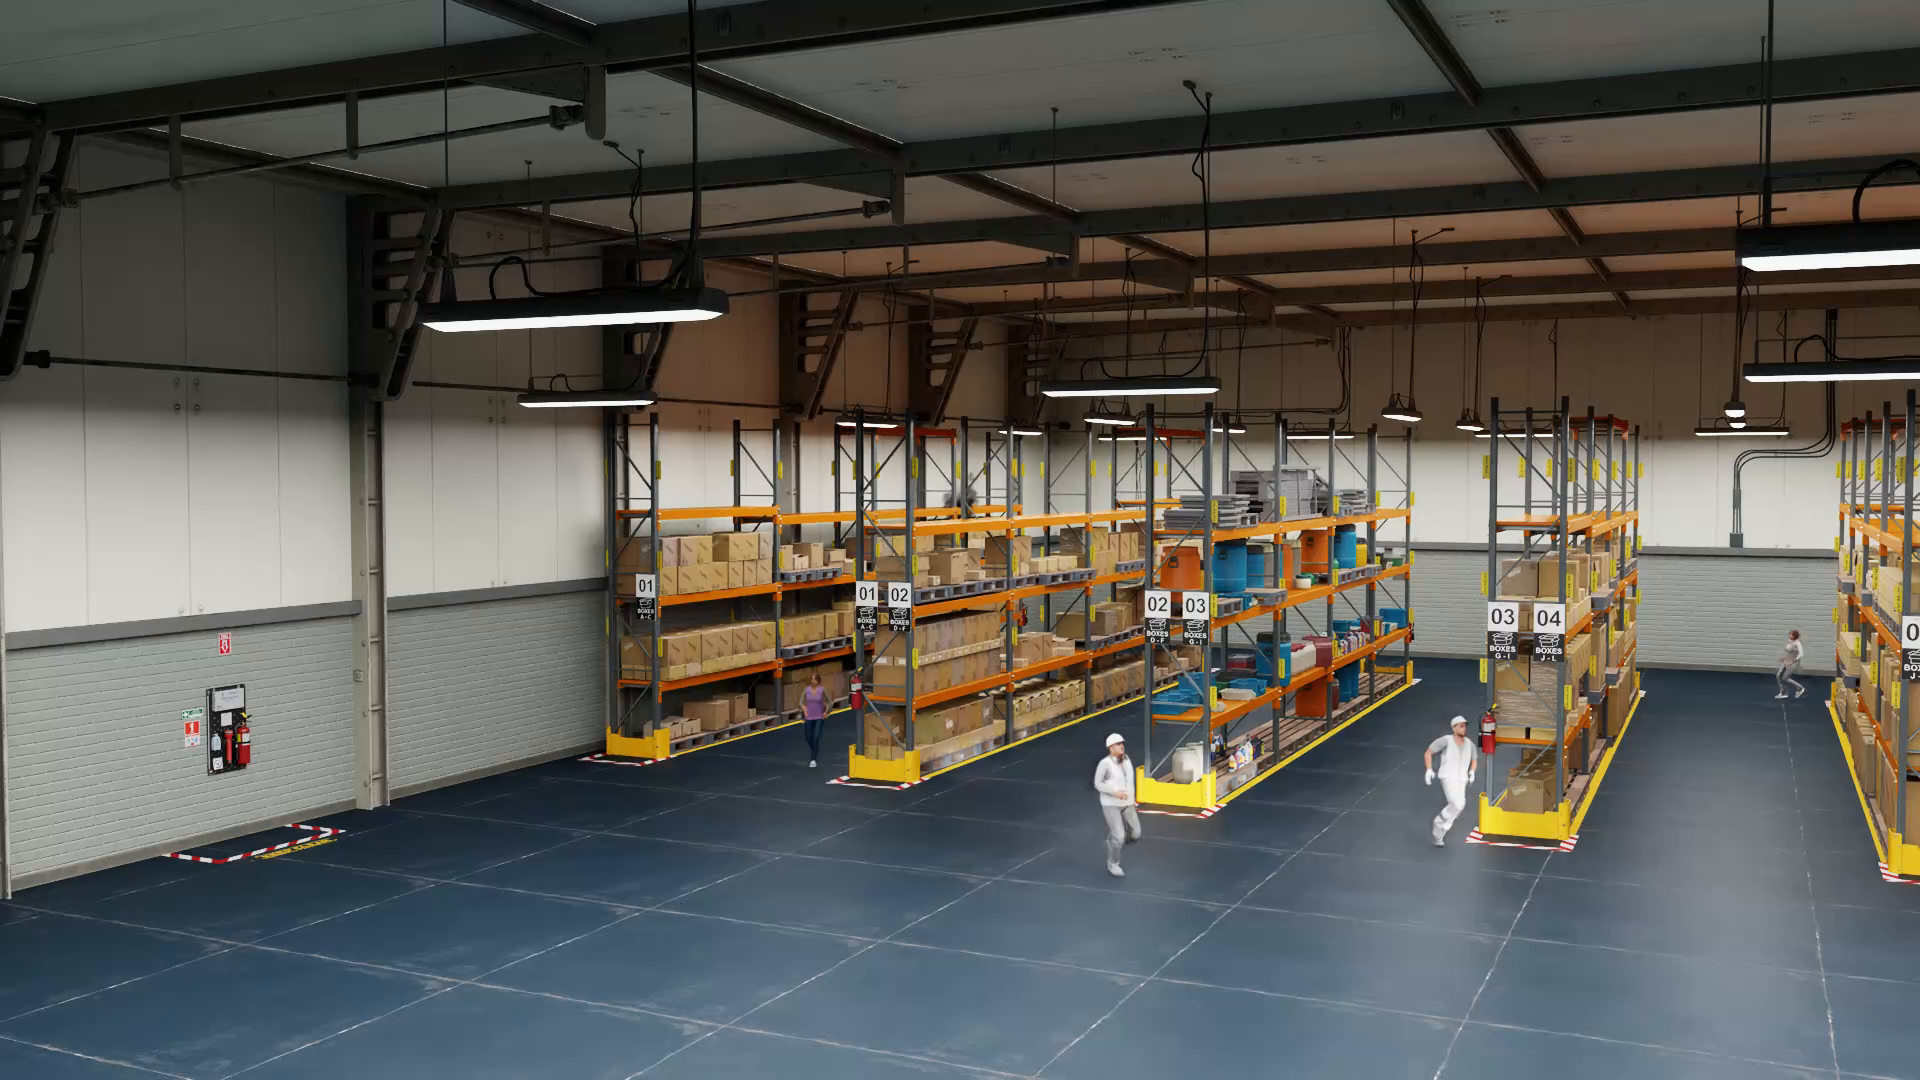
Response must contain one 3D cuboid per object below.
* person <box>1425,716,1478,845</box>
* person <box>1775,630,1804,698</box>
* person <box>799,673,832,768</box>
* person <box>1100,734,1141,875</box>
[{"bbox_3d":[6.582,3.206,22.075,0.708,1.714,0.597,-1,2,-15],"label":"person"},{"bbox_3d":[18.161,2.718,36.326,0.561,1.539,0.568,0,2,4],"label":"person"},{"bbox_3d":[-2.450,3.030,28.197,0.566,1.580,0.688,0,2,6],"label":"person"},{"bbox_3d":[1.987,3.268,20.632,0.587,1.737,0.591,-2,3,-36],"label":"person"}]
